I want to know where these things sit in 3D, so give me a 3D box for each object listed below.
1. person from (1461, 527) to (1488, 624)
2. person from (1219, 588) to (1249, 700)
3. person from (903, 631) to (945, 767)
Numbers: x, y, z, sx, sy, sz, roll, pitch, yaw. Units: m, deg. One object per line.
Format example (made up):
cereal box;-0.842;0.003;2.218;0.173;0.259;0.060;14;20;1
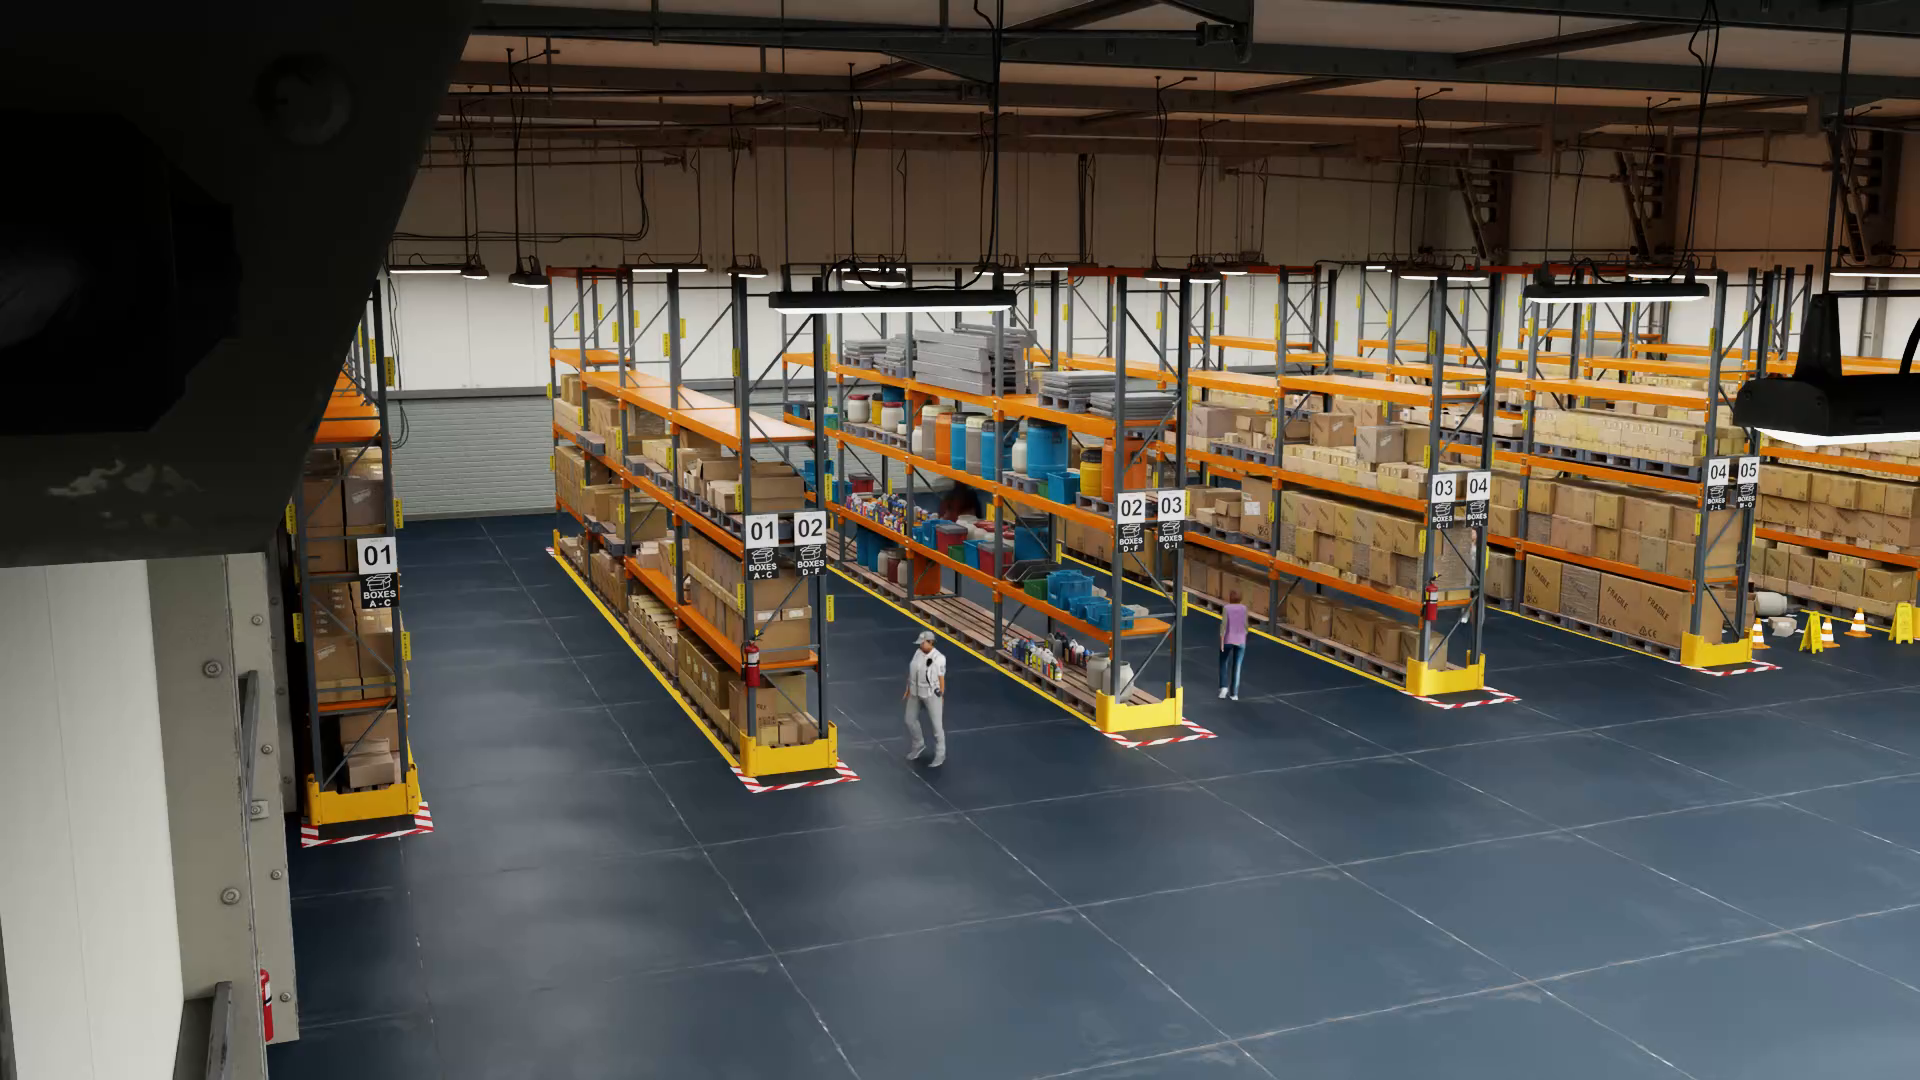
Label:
person;8.769;0.604;28.318;0.357;1.677;0.464;-9;13;-41
person;3.883;1.486;23.571;0.412;1.634;0.445;1;10;8
person;-0.437;1.945;20.674;0.524;1.683;0.401;7;12;35
